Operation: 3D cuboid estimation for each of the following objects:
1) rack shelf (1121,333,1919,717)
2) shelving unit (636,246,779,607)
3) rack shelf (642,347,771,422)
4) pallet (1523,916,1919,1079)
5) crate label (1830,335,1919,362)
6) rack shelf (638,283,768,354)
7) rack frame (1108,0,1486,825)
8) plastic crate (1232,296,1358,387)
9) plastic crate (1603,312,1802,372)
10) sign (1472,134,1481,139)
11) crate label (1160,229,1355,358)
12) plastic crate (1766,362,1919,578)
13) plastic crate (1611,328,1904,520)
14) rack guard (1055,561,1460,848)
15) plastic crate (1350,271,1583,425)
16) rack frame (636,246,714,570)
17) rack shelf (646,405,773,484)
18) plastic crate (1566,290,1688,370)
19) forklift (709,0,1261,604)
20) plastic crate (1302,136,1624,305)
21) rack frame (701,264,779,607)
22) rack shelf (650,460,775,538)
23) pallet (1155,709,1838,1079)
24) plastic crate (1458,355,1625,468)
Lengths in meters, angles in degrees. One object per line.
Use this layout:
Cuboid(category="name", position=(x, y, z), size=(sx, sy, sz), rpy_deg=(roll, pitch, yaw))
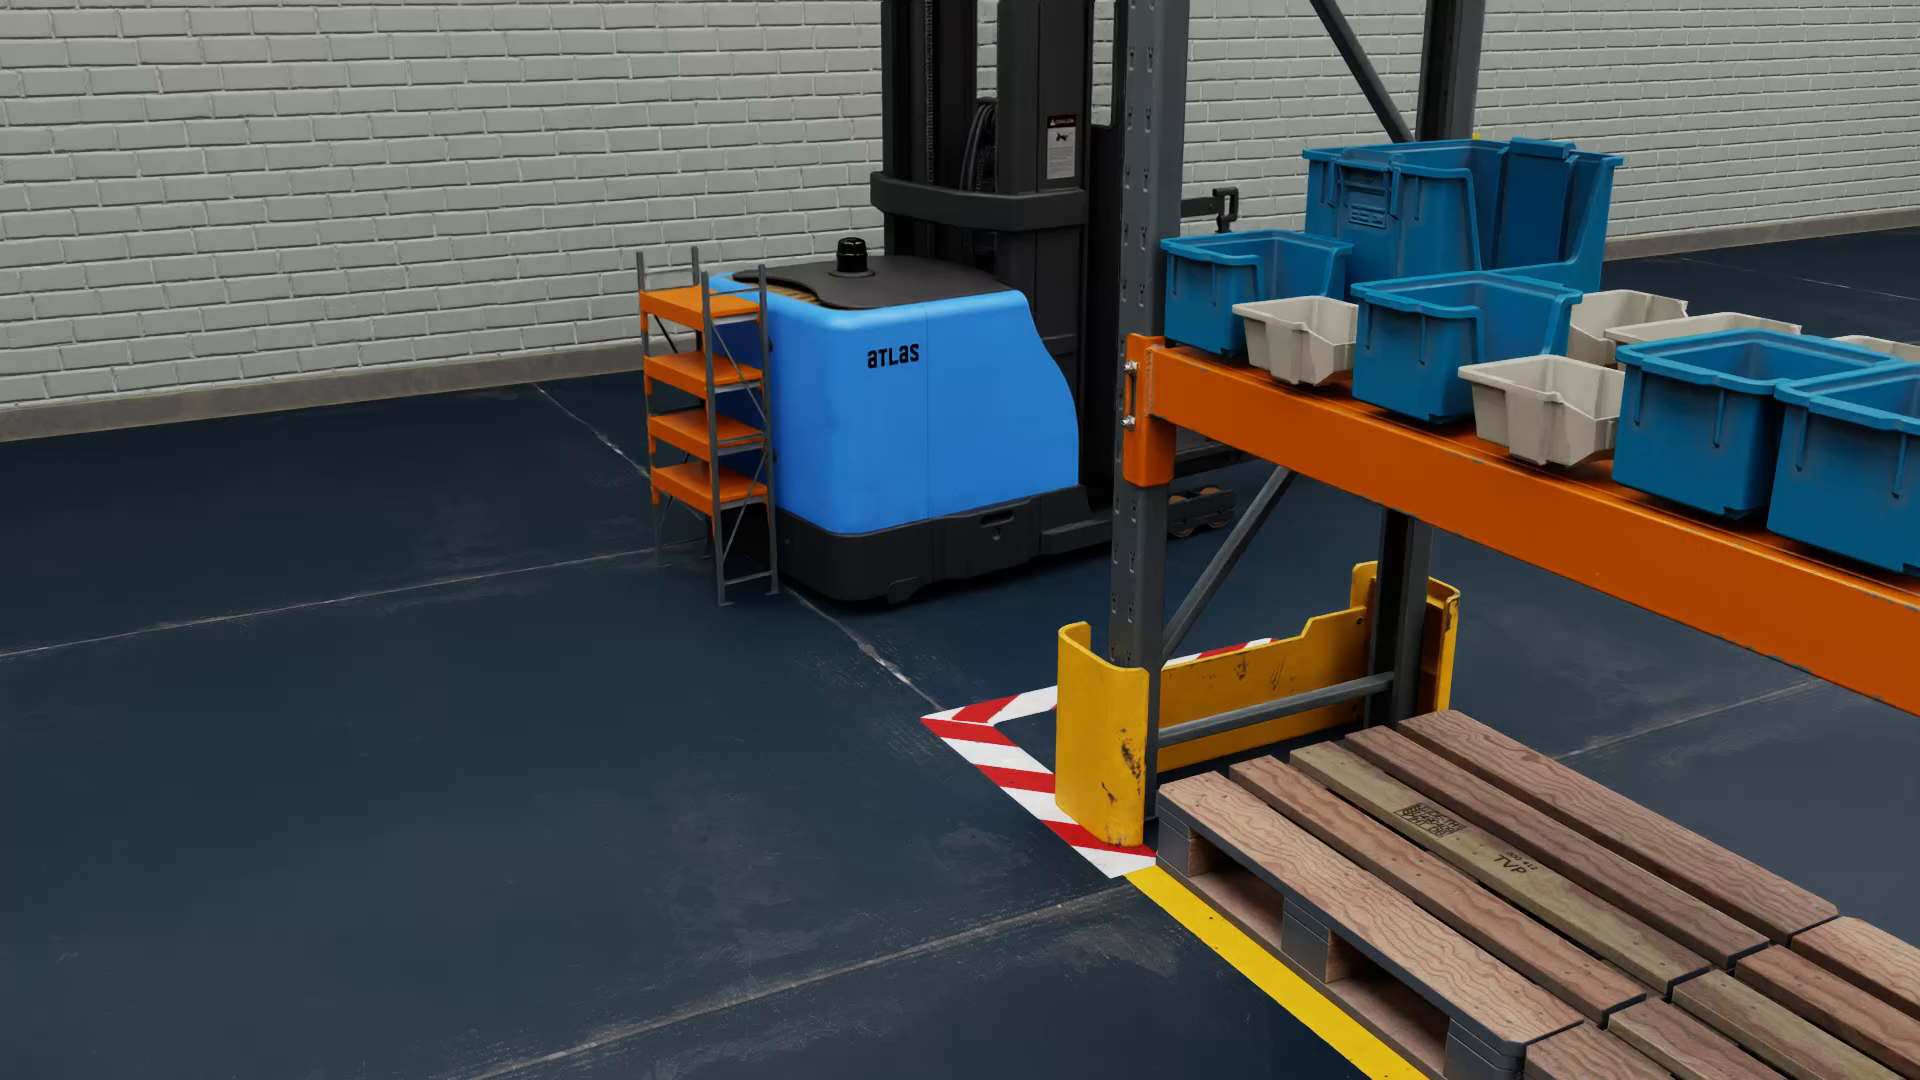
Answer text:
Cuboid(category="rack shelf", position=(1.805, 0.168, 2.649), size=(1.077, 0.370, 4.000), rpy_deg=(-10, 21, -27))
Cuboid(category="shelving unit", position=(-0.909, -0.416, 5.995), size=(0.258, 1.200, 0.503), rpy_deg=(-14, 23, -34))
Cuboid(category="rack shelf", position=(-0.909, -0.563, 5.944), size=(0.258, 0.148, 0.480), rpy_deg=(-14, 23, -34))
Cuboid(category="pallet", position=(1.789, 1.165, 2.933), size=(1.003, 0.211, 1.213), rpy_deg=(-10, 21, -27))
Cuboid(category="crate label", position=(1.681, -0.282, 3.163), size=(0.396, 0.136, 0.243), rpy_deg=(-10, 21, -27))
Cuboid(category="rack shelf", position=(-0.909, -0.787, 5.867), size=(0.258, 0.148, 0.480), rpy_deg=(-14, 23, -34))
Cuboid(category="rack frame", position=(0.856, -0.746, 4.195), size=(1.000, 3.000, 0.127), rpy_deg=(-10, 21, -27))
Cuboid(category="plastic crate", position=(0.763, -0.423, 3.571), size=(0.250, 0.136, 0.298), rpy_deg=(-10, 21, -27))
Cuboid(category="plastic crate", position=(1.527, -0.358, 3.384), size=(0.396, 0.136, 0.243), rpy_deg=(-10, 21, -27))
Cuboid(category="sign", position=(1.332, -0.913, 4.429), size=(0.100, 0.325, 0.005), rpy_deg=(-10, 21, -27))
Cuboid(category="crate label", position=(0.683, -0.574, 3.860), size=(0.416, 0.233, 0.303), rpy_deg=(-10, 21, -27))
Cuboid(category="plastic crate", position=(1.451, -0.109, 2.515), size=(0.416, 0.233, 0.300), rpy_deg=(-10, 21, -27))
Cuboid(category="plastic crate", position=(1.308, -0.196, 2.764), size=(0.416, 0.233, 0.300), rpy_deg=(-10, 21, -27))
Cuboid(category="rack guard", position=(0.833, 0.431, 4.617), size=(1.175, 0.500, 0.348), rpy_deg=(-10, 21, -27))
Cuboid(category="plastic crate", position=(0.996, -0.385, 3.312), size=(0.416, 0.233, 0.300), rpy_deg=(-10, 21, -27))
Cuboid(category="rack frame", position=(-1.053, -0.480, 6.181), size=(0.240, 1.200, 0.015), rpy_deg=(-14, 23, -34))
Cuboid(category="rack shelf", position=(-0.909, -0.352, 6.017), size=(0.258, 0.148, 0.480), rpy_deg=(-14, 23, -34))
Cuboid(category="plastic crate", position=(1.402, -0.444, 3.631), size=(0.396, 0.136, 0.243), rpy_deg=(-10, 21, -27))
Cuboid(category="forklift", position=(0.509, -1.521, 6.544), size=(3.031, 2.935, 1.130), rpy_deg=(-13, 23, -34))
Cuboid(category="plastic crate", position=(1.179, -0.724, 3.985), size=(0.616, 0.435, 0.499), rpy_deg=(-10, 21, -27))
Cuboid(category="rack frame", position=(-0.764, -0.351, 5.810), size=(0.240, 1.200, 0.015), rpy_deg=(-14, 23, -34))
Cuboid(category="rack shelf", position=(-0.908, -0.164, 6.082), size=(0.258, 0.148, 0.480), rpy_deg=(-14, 23, -34))
Cuboid(category="pallet", position=(1.213, 0.815, 3.947), size=(1.003, 0.211, 1.213), rpy_deg=(-10, 21, -27))
Cuboid(category="plastic crate", position=(1.085, -0.228, 3.007), size=(0.250, 0.136, 0.298), rpy_deg=(-10, 21, -27))
